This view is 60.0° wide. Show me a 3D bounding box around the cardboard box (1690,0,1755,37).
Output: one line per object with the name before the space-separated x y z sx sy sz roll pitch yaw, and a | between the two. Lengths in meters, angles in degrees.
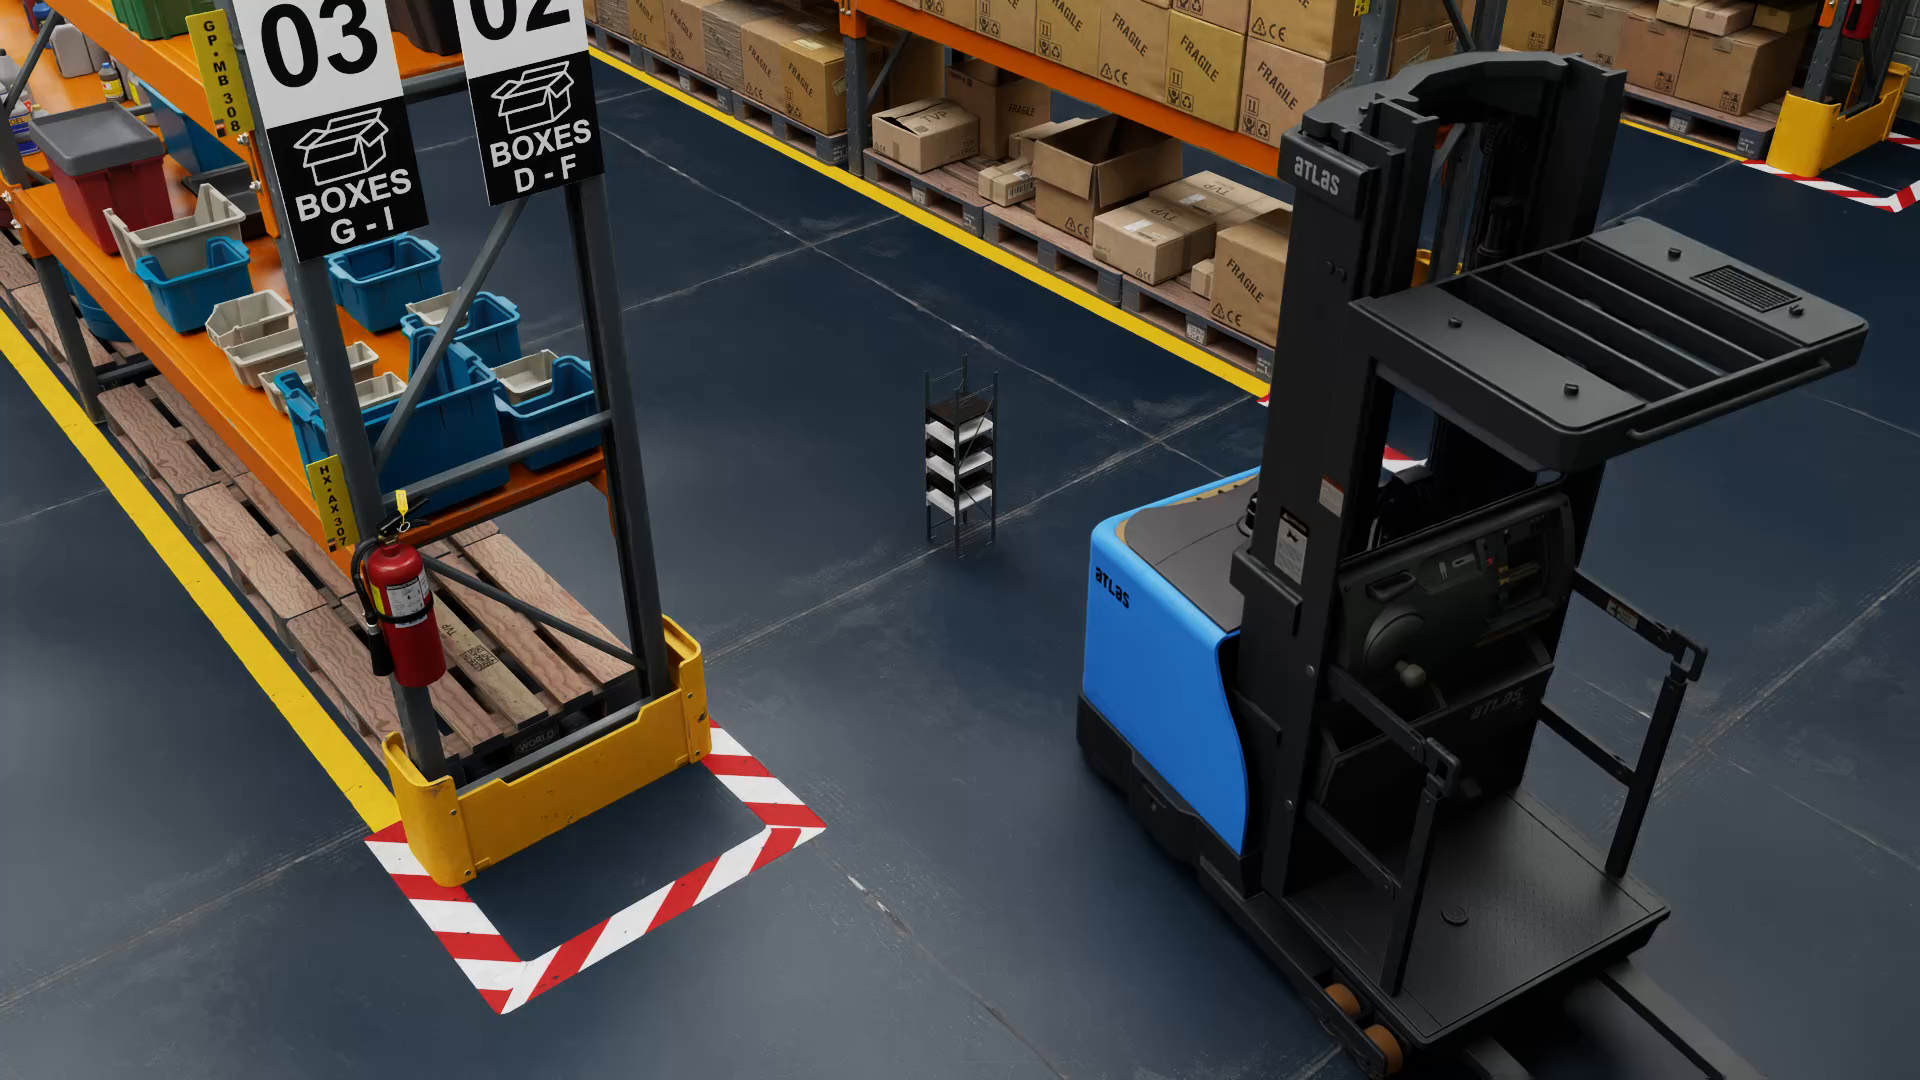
cardboard box | 5.281 -3.628 11.516 0.380 0.149 0.250 -27 43 -32

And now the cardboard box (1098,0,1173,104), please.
cardboard box | 1.097 -2.690 8.866 0.500 0.500 0.500 -26 43 -31

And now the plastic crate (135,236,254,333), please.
plastic crate | -3.058 -1.024 6.694 0.416 0.233 0.300 -26 43 -32

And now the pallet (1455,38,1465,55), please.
pallet | 3.881 -4.215 13.519 1.003 0.211 1.213 -26 43 -32

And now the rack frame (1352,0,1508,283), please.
rack frame | 2.249 -2.103 8.124 1.000 3.000 0.127 -26 43 -32

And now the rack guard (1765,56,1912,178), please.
rack guard | 6.047 -2.921 11.442 1.175 0.500 0.348 -26 43 -32

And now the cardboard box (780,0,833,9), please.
cardboard box | -1.103 -4.080 12.049 0.500 0.250 0.500 -26 43 -32

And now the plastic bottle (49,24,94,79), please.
plastic bottle | -4.840 -2.671 9.033 0.152 0.276 0.135 -26 43 -32

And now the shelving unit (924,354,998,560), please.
shelving unit | 0.005 -0.364 7.485 0.258 0.900 0.210 -26 43 -32

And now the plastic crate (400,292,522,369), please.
plastic crate | -1.870 -0.736 6.286 0.416 0.233 0.300 -26 43 -32

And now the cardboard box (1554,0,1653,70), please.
cardboard box | 4.855 -3.818 12.345 0.700 0.500 0.500 -28 44 -33

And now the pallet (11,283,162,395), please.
pallet | -4.584 -1.241 9.320 1.003 0.211 1.213 -26 43 -32

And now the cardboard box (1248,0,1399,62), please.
cardboard box | 1.752 -2.646 7.938 0.500 0.500 0.500 -26 43 -32

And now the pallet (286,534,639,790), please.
pallet | -2.040 0.502 6.858 1.003 0.211 1.213 -26 43 -32

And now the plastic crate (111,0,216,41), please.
plastic crate | -2.392 -1.724 5.176 0.450 0.188 0.336 -26 43 -32

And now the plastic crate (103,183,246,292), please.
plastic crate | -3.274 -1.256 6.979 0.437 0.282 0.530 -26 43 -32

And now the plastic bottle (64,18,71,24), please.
plastic bottle | -4.873 -2.830 9.258 0.152 0.276 0.135 -26 43 -32

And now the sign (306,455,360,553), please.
sign | -1.947 -0.111 5.170 0.100 0.325 0.005 -26 43 -32

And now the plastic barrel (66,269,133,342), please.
plastic barrel | -4.456 -1.585 8.844 0.600 0.901 0.708 -26 43 -32

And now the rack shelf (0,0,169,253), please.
rack shelf | -5.409 -2.612 9.466 1.077 0.370 4.000 -26 43 -32

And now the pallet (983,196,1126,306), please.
pallet | 0.902 -1.888 10.234 1.003 0.211 1.213 -26 43 -32

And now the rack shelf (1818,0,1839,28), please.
rack shelf | 4.740 -4.541 12.189 1.077 0.370 4.000 -26 43 -32

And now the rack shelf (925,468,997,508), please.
rack shelf | 0.005 -0.263 7.556 0.258 0.077 0.200 -26 43 -32

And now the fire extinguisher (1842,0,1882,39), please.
fire extinguisher | 5.776 -3.530 10.528 0.296 0.674 0.183 -26 43 -32

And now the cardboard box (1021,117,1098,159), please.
cardboard box | 0.736 -2.474 10.594 0.500 0.311 0.500 -26 43 -32

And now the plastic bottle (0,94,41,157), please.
plastic bottle | -4.620 -2.026 8.122 0.152 0.276 0.135 -26 43 -32

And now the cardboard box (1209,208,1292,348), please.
cardboard box | 1.710 -1.410 8.928 0.500 0.500 0.500 -26 43 -32

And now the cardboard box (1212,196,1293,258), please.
cardboard box | 1.792 -1.727 9.591 0.500 0.250 0.500 -26 43 -32

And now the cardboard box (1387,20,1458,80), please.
cardboard box | 2.164 -2.438 8.510 0.500 0.500 0.500 -25 42 -31

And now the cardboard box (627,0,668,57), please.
cardboard box | -2.176 -4.034 12.633 0.500 0.500 0.500 -27 43 -32

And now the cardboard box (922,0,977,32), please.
cardboard box | 0.122 -3.358 9.810 0.500 0.500 0.500 -25 42 -31

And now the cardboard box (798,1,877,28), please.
cardboard box | -0.811 -3.564 11.969 0.500 0.500 0.500 -25 42 -31

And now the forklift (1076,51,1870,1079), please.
forklift | 1.627 0.218 4.906 1.130 2.935 3.031 -18 39 -24

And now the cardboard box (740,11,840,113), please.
cardboard box | -1.182 -3.361 11.682 0.500 0.500 0.500 -26 43 -32

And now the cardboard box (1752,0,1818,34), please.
cardboard box | 5.736 -3.659 11.559 0.380 0.149 0.250 -26 43 -31

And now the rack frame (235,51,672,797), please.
rack frame | -1.537 -0.257 5.517 1.000 3.000 0.127 -26 43 -32

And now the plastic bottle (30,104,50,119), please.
plastic bottle | -4.536 -2.050 8.221 0.097 0.201 0.097 0 35 0

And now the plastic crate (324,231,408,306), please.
plastic crate | -2.488 -1.159 6.884 0.416 0.233 0.300 -26 43 -32

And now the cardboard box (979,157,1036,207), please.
cardboard box | 0.339 -2.248 10.399 0.380 0.166 0.250 -26 43 -32

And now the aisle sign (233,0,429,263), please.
aisle sign | -1.714 -1.177 4.567 0.394 0.787 0.004 -26 43 -32

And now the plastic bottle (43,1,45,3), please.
plastic bottle | -5.216 -3.054 9.568 0.061 0.283 0.133 -26 43 -32

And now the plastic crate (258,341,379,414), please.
plastic crate | -2.378 -0.600 6.178 0.396 0.136 0.243 -26 43 -32

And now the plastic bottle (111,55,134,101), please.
plastic bottle | -4.362 -2.480 8.764 0.152 0.276 0.135 -26 43 -32

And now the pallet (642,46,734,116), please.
pallet | -1.677 -3.615 12.671 1.003 0.211 1.213 -26 43 -32

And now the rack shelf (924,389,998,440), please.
rack shelf | 0.005 -0.557 7.348 0.258 0.077 0.200 -26 43 -32
